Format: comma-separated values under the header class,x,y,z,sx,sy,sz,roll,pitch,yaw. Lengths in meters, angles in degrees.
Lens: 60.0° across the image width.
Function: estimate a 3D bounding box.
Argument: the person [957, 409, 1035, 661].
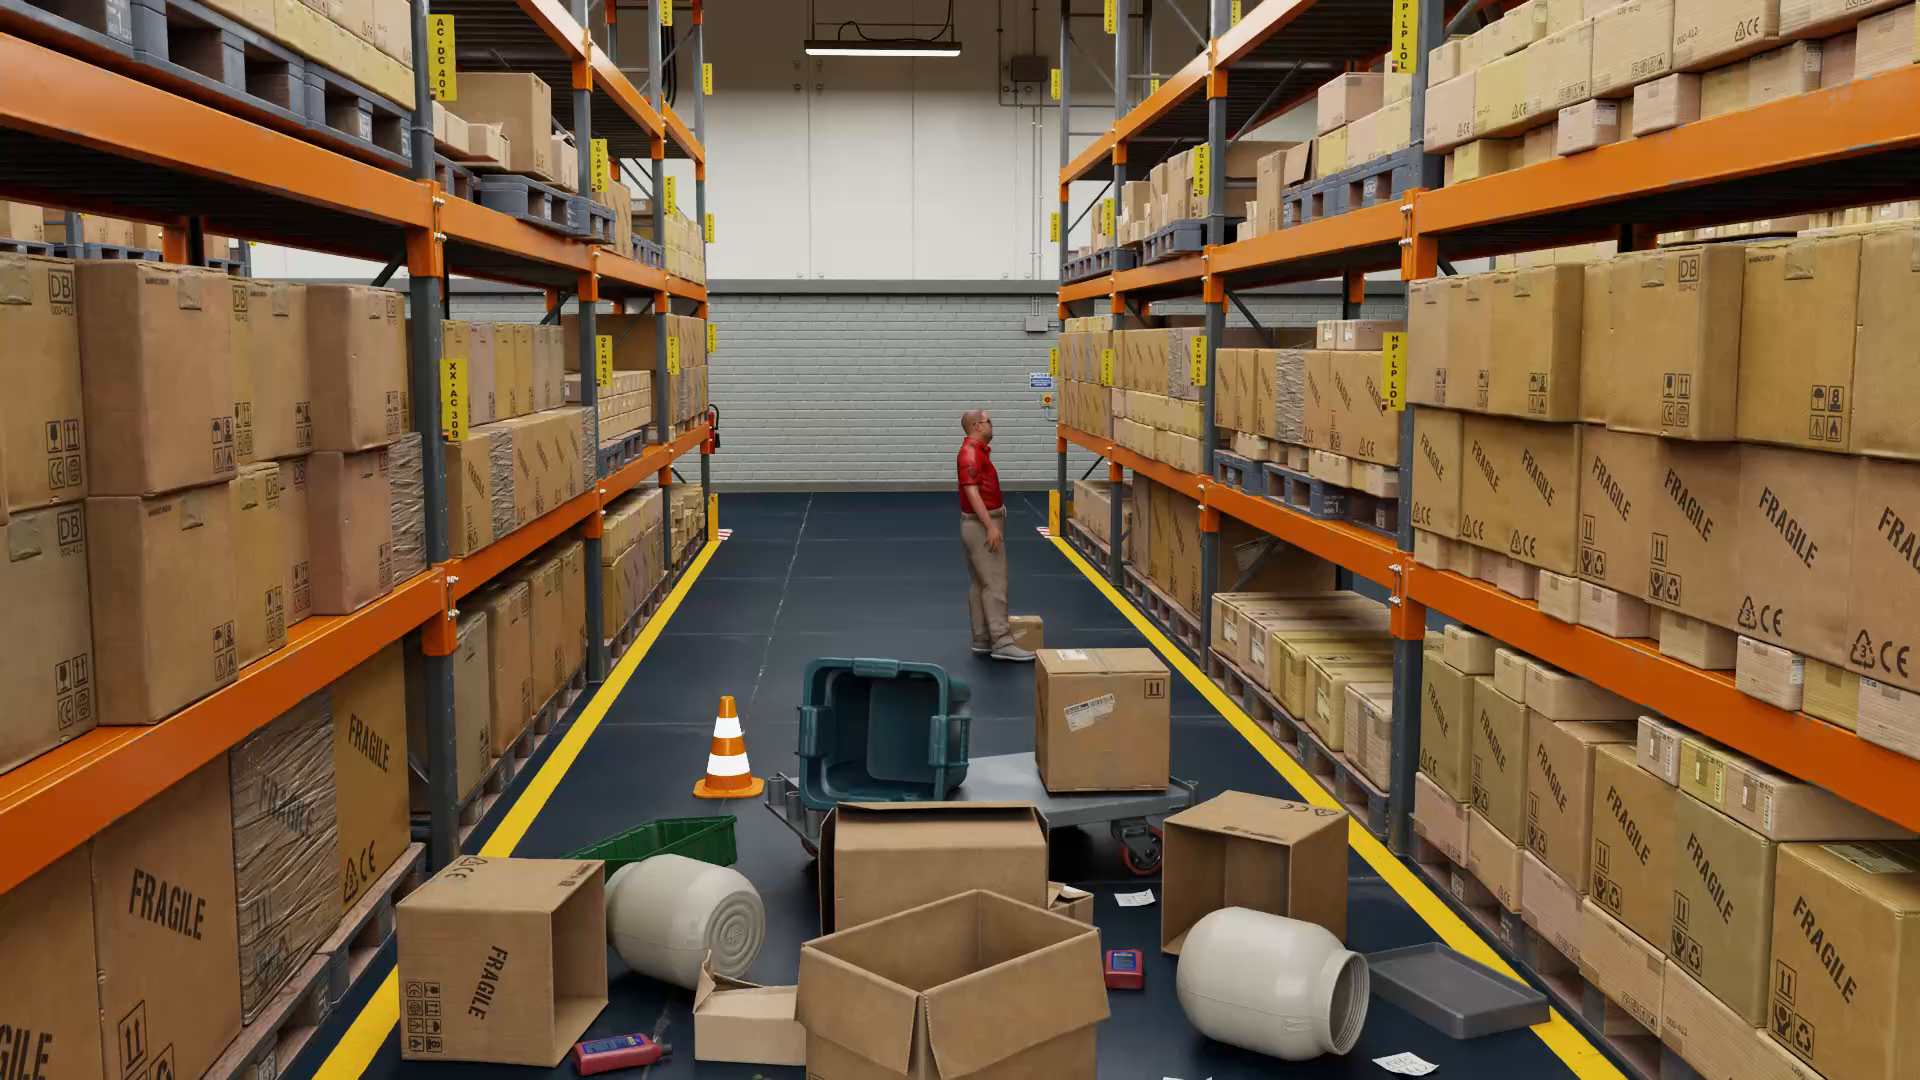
class,x,y,z,sx,sy,sz,roll,pitch,yaw
person,0.251,-0.052,11.679,0.551,1.727,0.640,0,7,-4
